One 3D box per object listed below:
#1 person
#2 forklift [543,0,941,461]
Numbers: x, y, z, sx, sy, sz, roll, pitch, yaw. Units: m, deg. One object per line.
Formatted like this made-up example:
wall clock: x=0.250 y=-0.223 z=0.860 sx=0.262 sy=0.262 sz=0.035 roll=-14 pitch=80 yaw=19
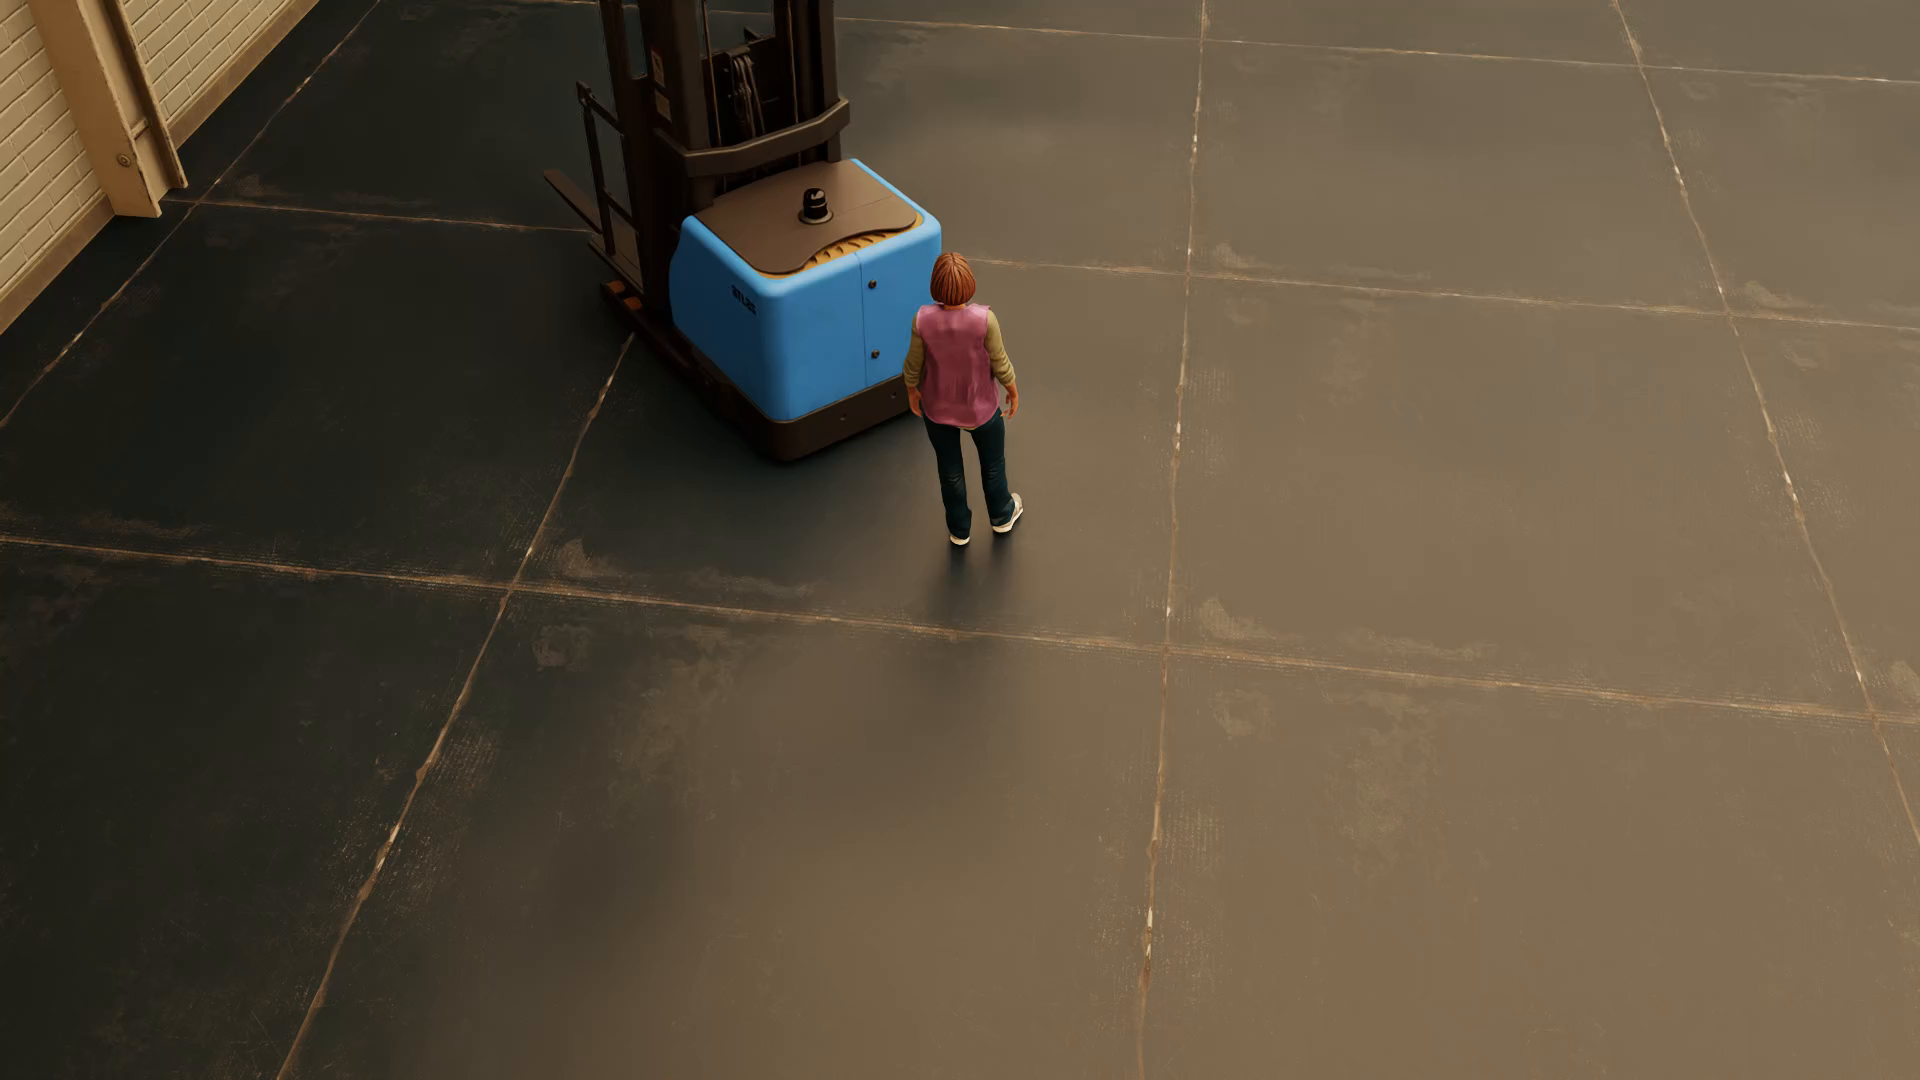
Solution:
person: x=0.024 y=-0.643 z=7.399 sx=0.520 sy=1.600 sz=0.472 roll=5 pitch=43 yaw=6
forklift: x=-1.343 y=-2.427 z=8.366 sx=1.130 sy=2.935 sz=3.031 roll=-26 pitch=49 yaw=-26
